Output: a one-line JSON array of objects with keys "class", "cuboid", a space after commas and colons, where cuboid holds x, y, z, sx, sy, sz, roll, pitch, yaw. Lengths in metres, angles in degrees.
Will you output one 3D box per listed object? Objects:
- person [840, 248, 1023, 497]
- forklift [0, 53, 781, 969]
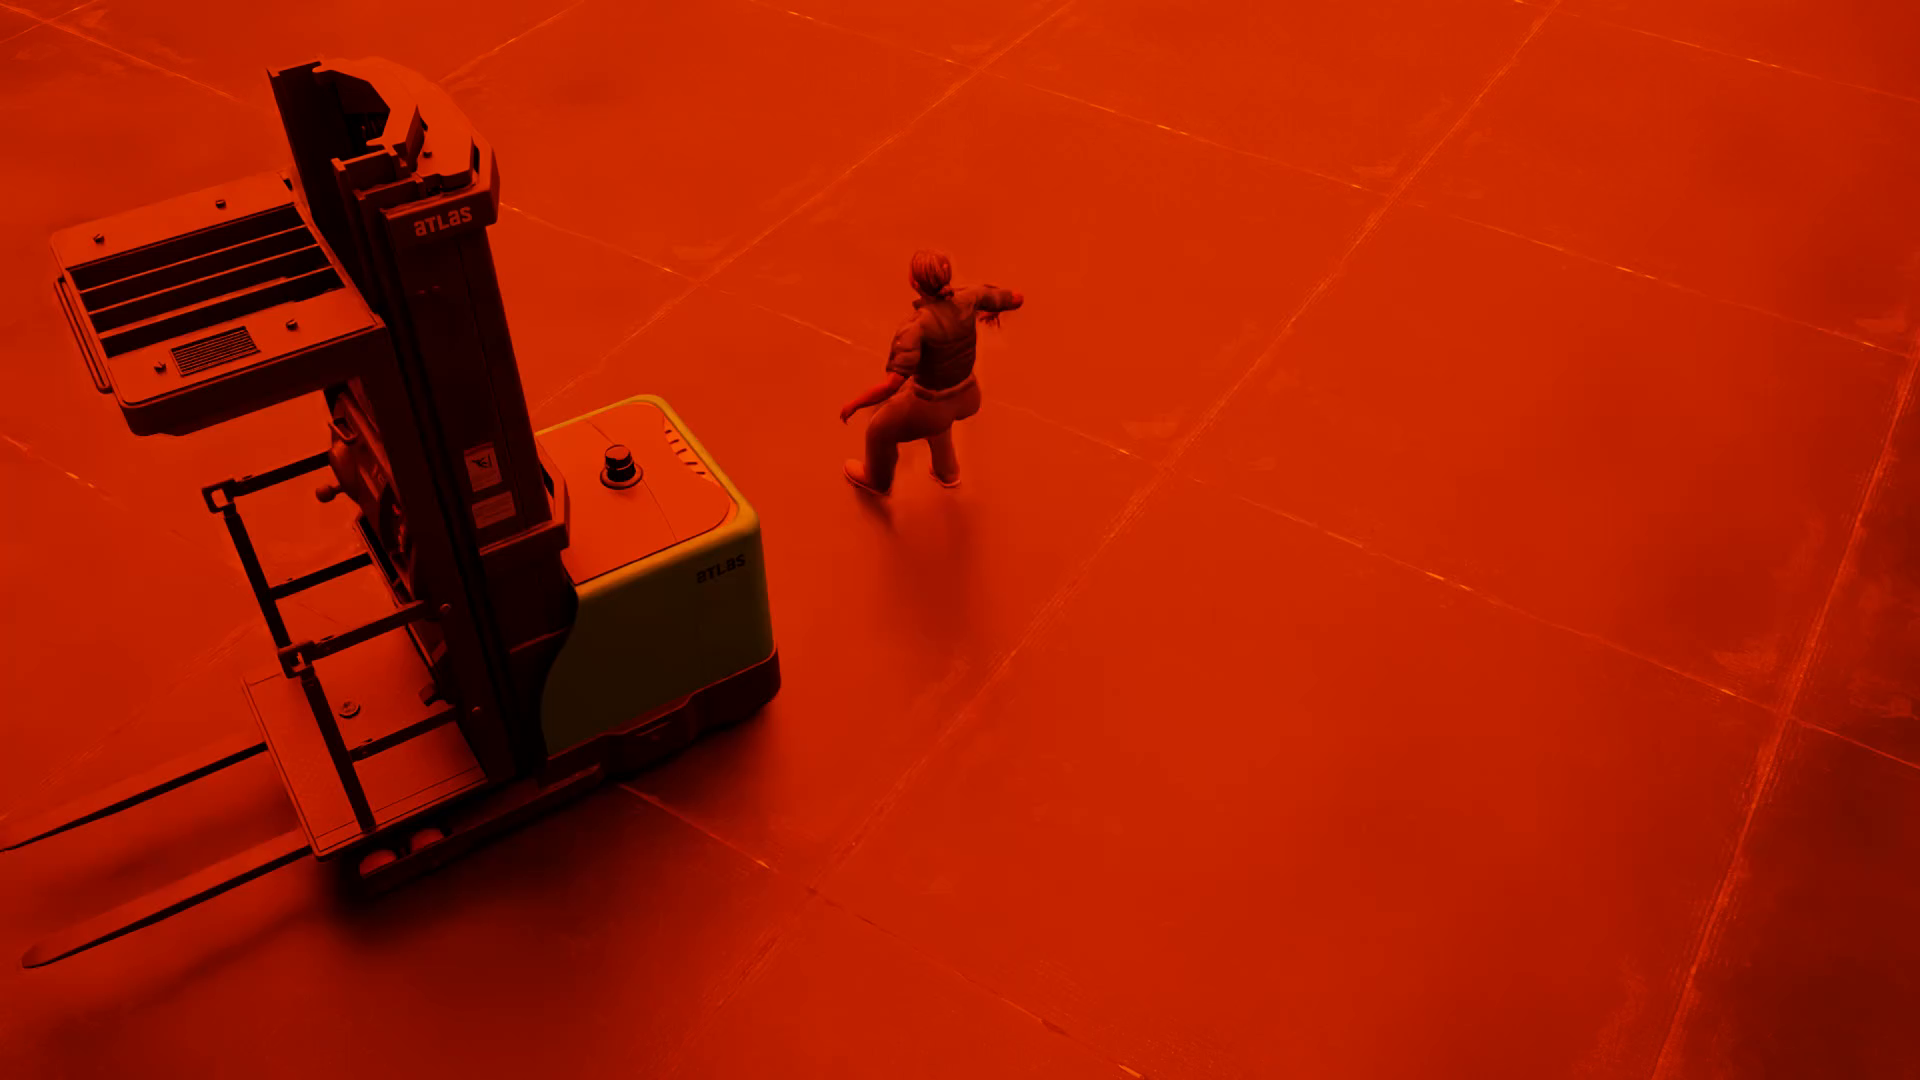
[{"class": "person", "cuboid": [-0.231, -0.758, 7.596, 0.935, 1.541, 0.770, -27, 50, -26]}, {"class": "forklift", "cuboid": [-2.293, -0.106, 5.960, 3.031, 2.935, 1.130, -24, 48, -23]}]
